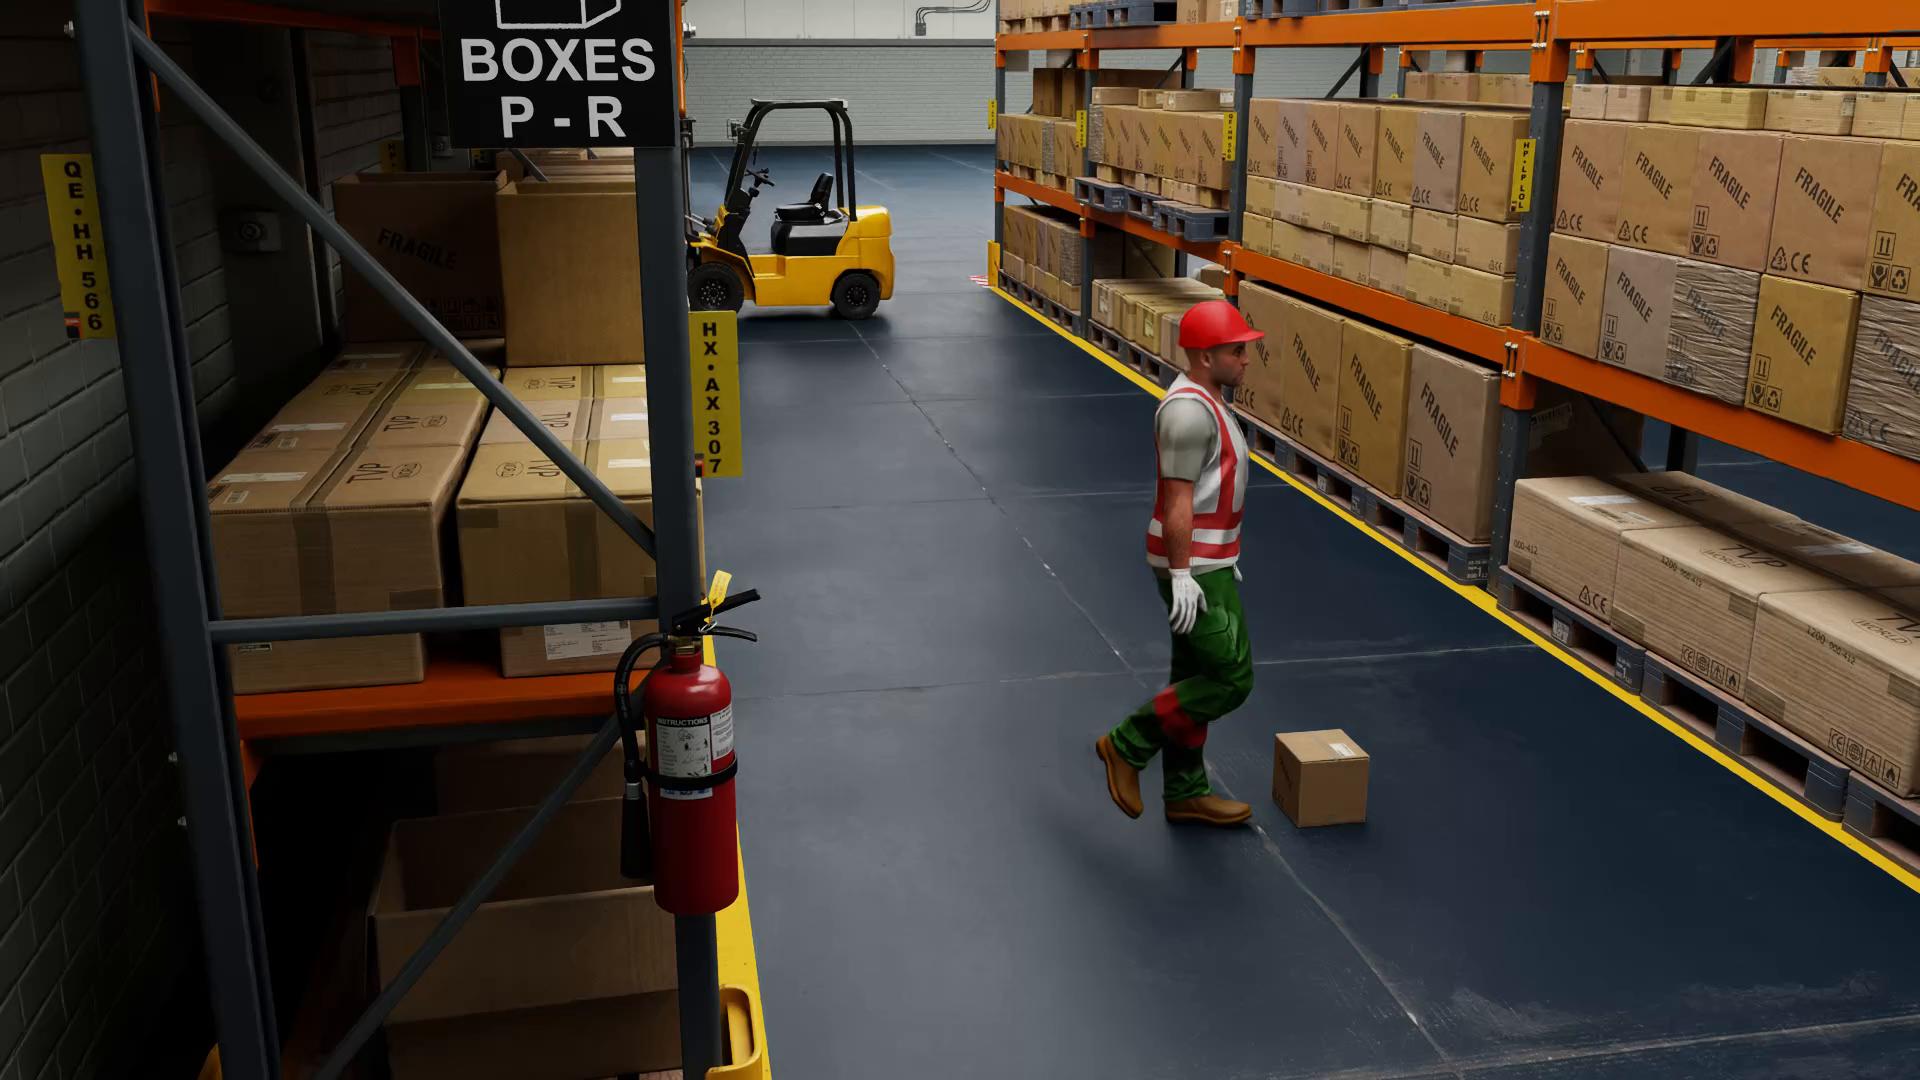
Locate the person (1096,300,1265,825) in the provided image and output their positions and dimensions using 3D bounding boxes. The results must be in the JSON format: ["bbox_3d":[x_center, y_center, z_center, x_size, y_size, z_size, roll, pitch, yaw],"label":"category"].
[{"bbox_3d":[0.756,0.095,5.591,0.532,1.788,0.610,4,17,13],"label":"person"}]
